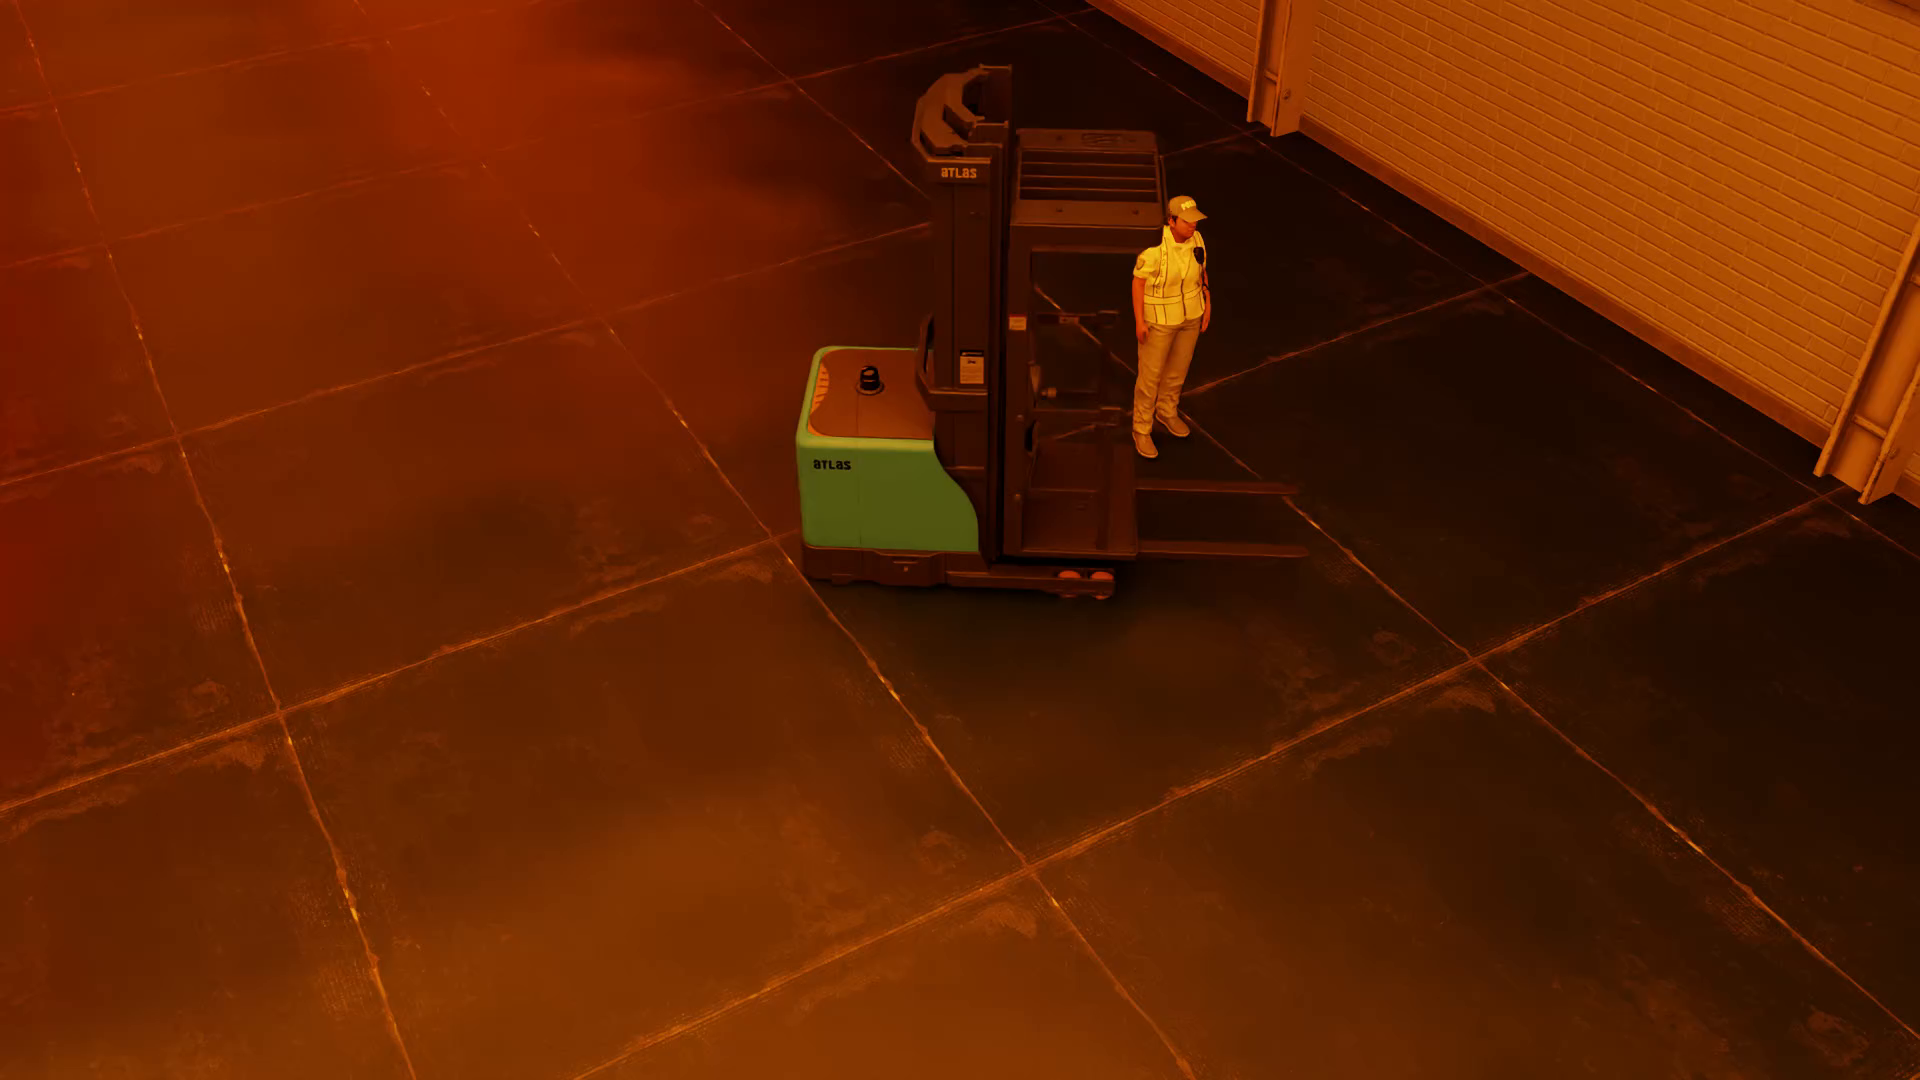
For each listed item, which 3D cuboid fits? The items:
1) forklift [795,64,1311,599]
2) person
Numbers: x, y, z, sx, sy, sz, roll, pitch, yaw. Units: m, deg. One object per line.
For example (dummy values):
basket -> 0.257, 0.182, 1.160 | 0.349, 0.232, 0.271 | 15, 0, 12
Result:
forklift -> 0.588, -1.127, 9.395 | 3.031, 2.935, 1.130 | 2, 40, 2
person -> 1.378, -1.388, 10.696 | 0.598, 1.661, 0.529 | -17, 43, -20
